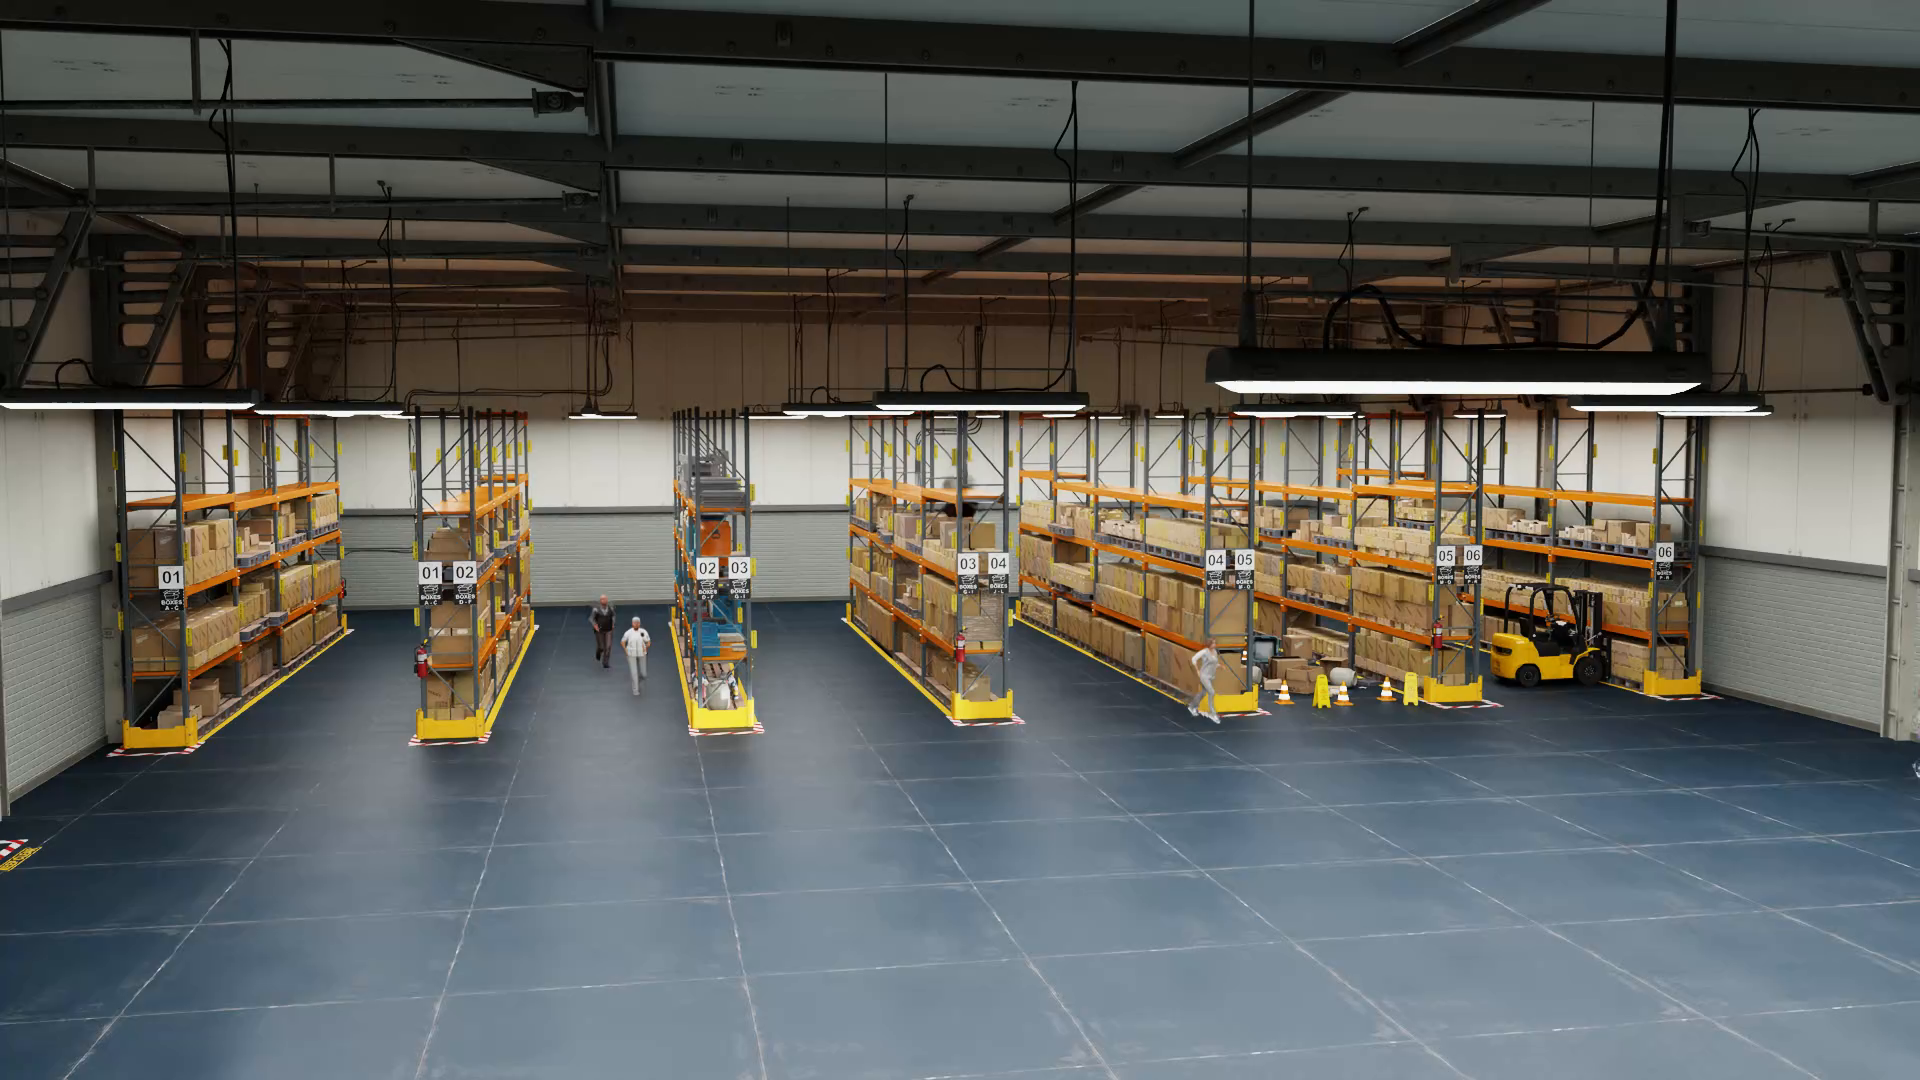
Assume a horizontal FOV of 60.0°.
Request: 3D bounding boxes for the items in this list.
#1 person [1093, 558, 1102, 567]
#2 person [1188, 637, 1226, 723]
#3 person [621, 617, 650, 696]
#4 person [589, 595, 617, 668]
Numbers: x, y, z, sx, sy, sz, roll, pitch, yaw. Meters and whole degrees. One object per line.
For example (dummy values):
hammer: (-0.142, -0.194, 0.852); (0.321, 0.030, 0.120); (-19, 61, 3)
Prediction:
person: (3.994, 1.386, 48.506); (0.722, 1.794, 0.864); (-2, 4, -23)
person: (4.716, 2.659, 31.910); (0.840, 1.615, 0.484); (4, 6, 43)
person: (-6.807, 2.428, 34.943); (0.613, 1.620, 0.688); (-1, 4, -17)
person: (-8.294, 2.129, 38.736); (0.676, 1.691, 0.767); (-2, 5, -26)
